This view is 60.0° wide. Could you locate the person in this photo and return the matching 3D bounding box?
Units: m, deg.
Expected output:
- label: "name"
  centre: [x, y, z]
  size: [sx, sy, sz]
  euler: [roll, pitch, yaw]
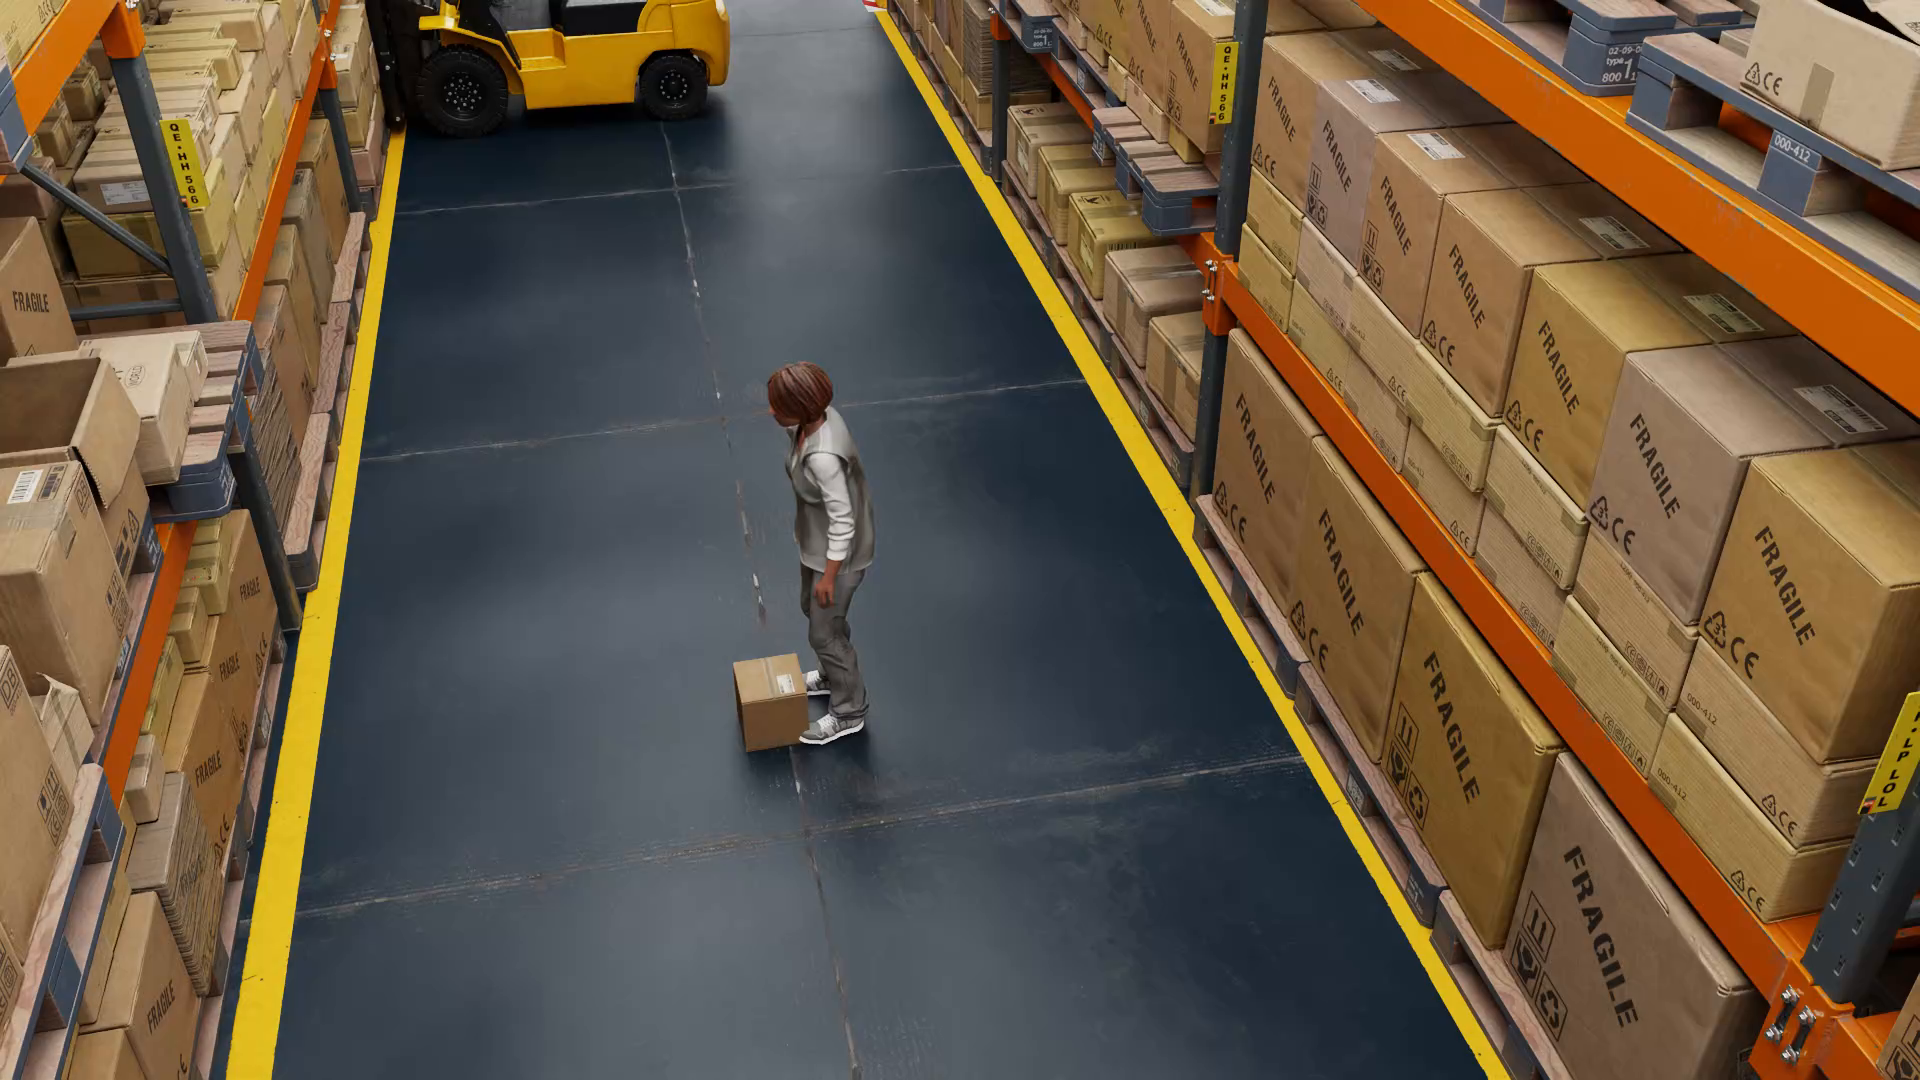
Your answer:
- label: "person"
  centre: [-0.494, 0.042, 6.092]
  size: [0.343, 1.594, 0.480]
  euler: [-9, 36, -12]
